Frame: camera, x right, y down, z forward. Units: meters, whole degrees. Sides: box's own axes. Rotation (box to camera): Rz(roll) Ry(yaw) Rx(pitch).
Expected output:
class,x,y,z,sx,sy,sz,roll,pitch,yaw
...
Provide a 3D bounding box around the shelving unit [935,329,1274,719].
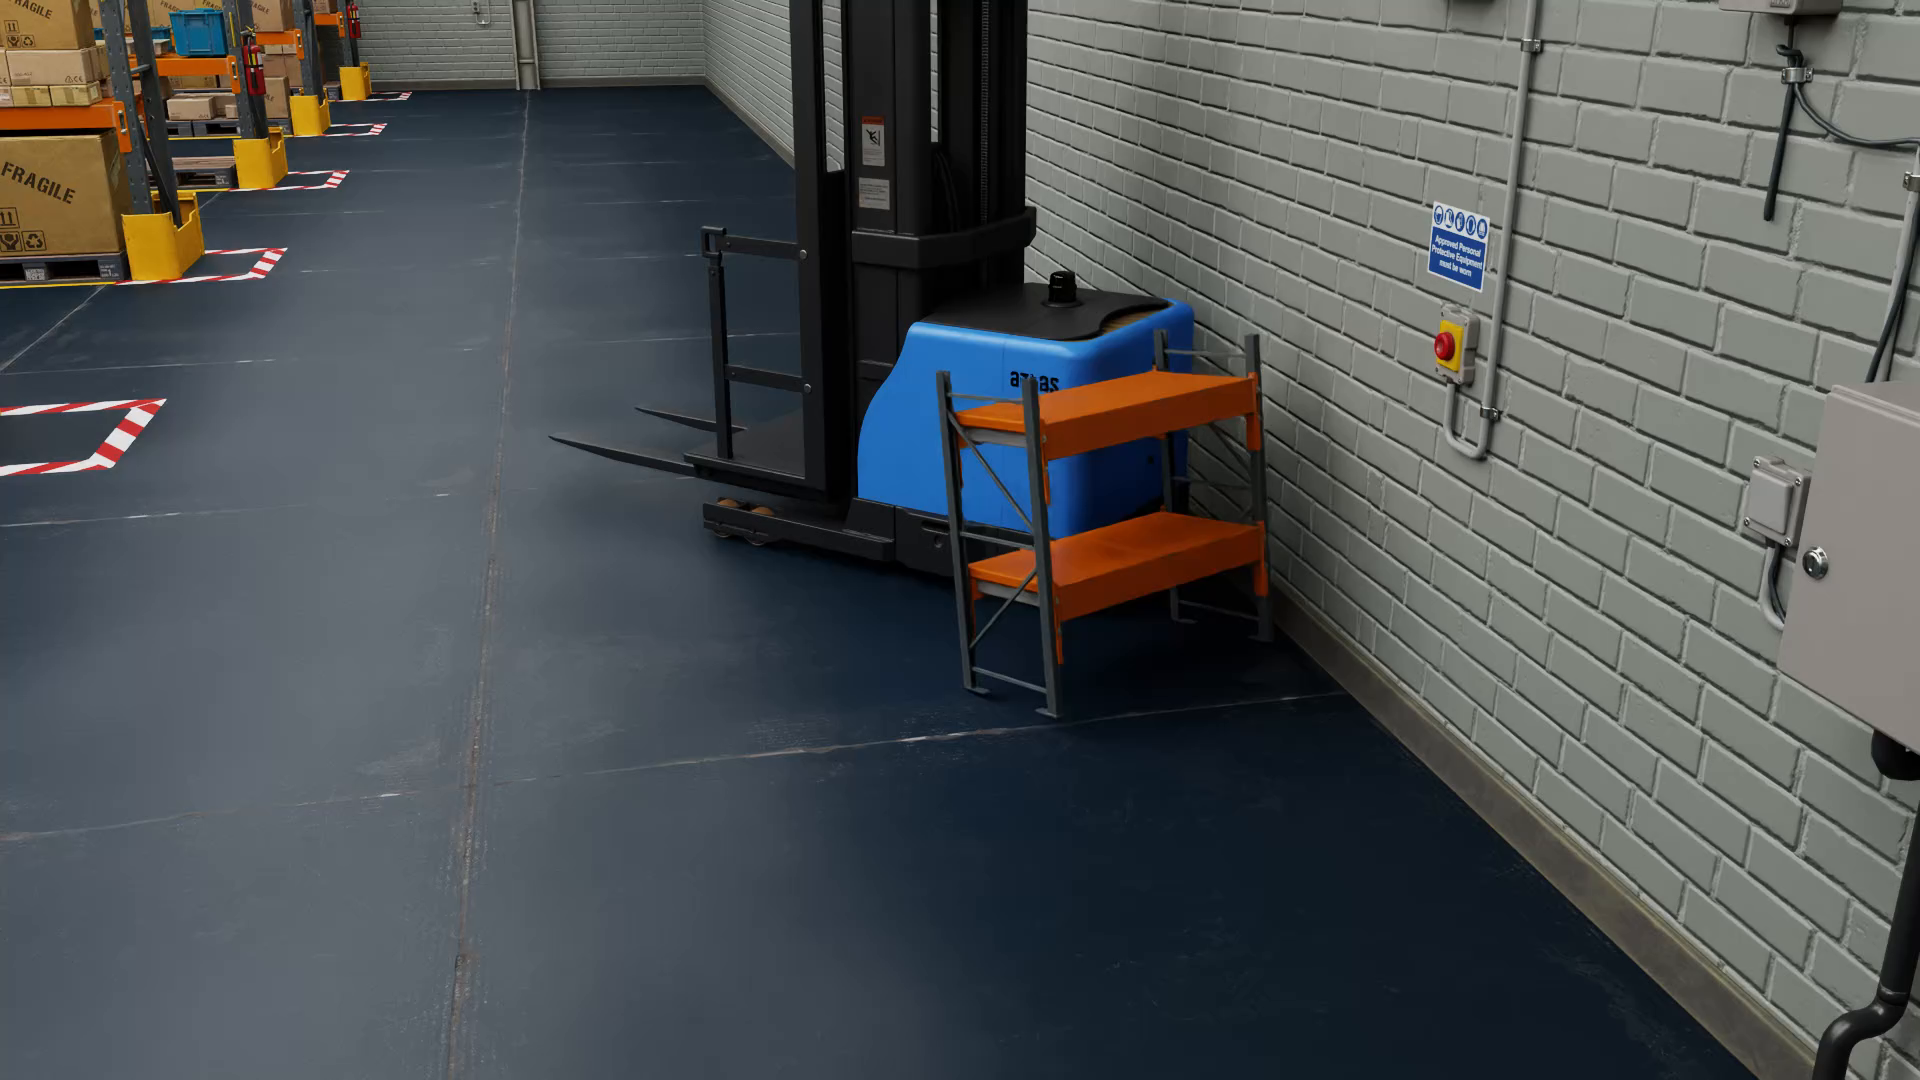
class,x,y,z,sx,sy,sz,roll,pitch,yaw
shelving unit,0.531,-0.099,5.841,1.048,1.125,0.538,-15,16,-35

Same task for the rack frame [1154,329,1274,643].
class,x,y,z,sx,sy,sz,roll,pitch,yaw
rack frame,0.933,-0.206,6.133,0.032,1.125,0.500,-15,16,-35

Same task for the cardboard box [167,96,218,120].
class,x,y,z,sx,sy,sz,roll,pitch,yaw
cardboard box,-10.010,-5.632,21.686,0.500,0.250,0.500,-5,21,-12

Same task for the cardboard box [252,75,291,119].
class,x,y,z,sx,sy,sz,roll,pitch,yaw
cardboard box,-9.078,-5.814,21.821,0.500,0.500,0.500,-5,21,-12

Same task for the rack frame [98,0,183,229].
class,x,y,z,sx,sy,sz,roll,pitch,yaw
rack frame,-6.330,-3.591,12.756,0.127,3.000,1.000,-5,21,-12

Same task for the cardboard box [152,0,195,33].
class,x,y,z,sx,sy,sz,roll,pitch,yaw
cardboard box,-9.970,-6.747,21.228,0.500,0.500,0.500,-4,21,-12

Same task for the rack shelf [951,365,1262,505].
class,x,y,z,sx,sy,sz,roll,pitch,yaw
rack shelf,0.505,-0.383,5.773,1.000,0.278,0.538,-15,16,-35

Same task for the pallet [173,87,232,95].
class,x,y,z,sx,sy,sz,roll,pitch,yaw
pallet,-11.694,-7.071,26.310,1.213,0.211,1.003,-5,21,-12

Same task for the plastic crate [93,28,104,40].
class,x,y,z,sx,sy,sz,roll,pitch,yaw
plastic crate,-9.067,-5.185,17.263,0.300,0.233,0.416,-5,21,-12

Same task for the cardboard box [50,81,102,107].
class,x,y,z,sx,sy,sz,roll,pitch,yaw
cardboard box,-6.601,-3.334,12.421,0.250,0.149,0.380,-4,21,-11

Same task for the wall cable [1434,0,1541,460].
class,x,y,z,sx,sy,sz,roll,pitch,yaw
wall cable,1.433,-1.219,4.760,0.123,1.953,0.585,-5,21,-12

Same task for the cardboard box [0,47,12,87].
class,x,y,z,sx,sy,sz,roll,pitch,yaw
cardboard box,-7.234,-3.493,12.274,0.500,0.250,0.500,-5,21,-13

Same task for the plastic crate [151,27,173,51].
class,x,y,z,sx,sy,sz,roll,pitch,yaw
plastic crate,-8.426,-5.237,17.406,0.300,0.233,0.416,-5,21,-12

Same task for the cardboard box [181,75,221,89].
class,x,y,z,sx,sy,sz,roll,pitch,yaw
cardboard box,-11.901,-7.375,26.111,0.500,0.500,0.700,-4,21,-11

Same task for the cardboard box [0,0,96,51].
class,x,y,z,sx,sy,sz,roll,pitch,yaw
cardboard box,-6.743,-3.886,12.256,0.500,0.500,0.500,-4,21,-12

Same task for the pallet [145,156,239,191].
class,x,y,z,sx,sy,sz,roll,pitch,yaw
pallet,-8.281,-3.887,17.619,1.213,0.211,1.003,-5,21,-12

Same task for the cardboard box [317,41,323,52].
class,x,y,z,sx,sy,sz,roll,pitch,yaw
cardboard box,-10.332,-7.881,26.548,0.250,0.149,0.380,-5,21,-12

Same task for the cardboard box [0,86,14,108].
class,x,y,z,sx,sy,sz,roll,pitch,yaw
cardboard box,-7.099,-3.294,12.310,0.250,0.149,0.380,-5,21,-12

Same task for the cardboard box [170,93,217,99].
class,x,y,z,sx,sy,sz,roll,pitch,yaw
cardboard box,-10.173,-5.795,22.132,0.500,0.250,0.500,-5,21,-12

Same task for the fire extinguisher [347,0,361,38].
class,x,y,z,sx,sy,sz,roll,pitch,yaw
fire extinguisher,-9.496,-8.211,26.023,0.183,0.674,0.296,-5,21,-12

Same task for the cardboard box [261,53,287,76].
class,x,y,z,sx,sy,sz,roll,pitch,yaw
cardboard box,-10.894,-7.460,26.342,0.500,0.500,0.700,-5,21,-13

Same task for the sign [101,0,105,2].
class,x,y,z,sx,sy,sz,roll,pitch,yaw
sign,-6.218,-4.063,12.017,0.005,0.325,0.100,-5,21,-12

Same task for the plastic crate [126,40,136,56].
class,x,y,z,sx,sy,sz,roll,pitch,yaw
plastic crate,-8.507,-5.010,16.926,0.243,0.136,0.396,-5,21,-12

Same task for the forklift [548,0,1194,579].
class,x,y,z,sx,sy,sz,roll,pitch,yaw
forklift,-0.534,-1.492,7.125,3.031,2.935,1.130,12,23,30

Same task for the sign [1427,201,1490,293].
class,x,y,z,sx,sy,sz,roll,pitch,yaw
sign,1.481,-0.876,4.951,0.001,0.218,0.327,-5,21,-12

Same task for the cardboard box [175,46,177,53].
class,x,y,z,sx,sy,sz,roll,pitch,yaw
cardboard box,-12.007,-7.609,25.805,0.250,0.149,0.380,-5,21,-14

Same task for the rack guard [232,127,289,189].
class,x,y,z,sx,sy,sz,roll,pitch,yaw
rack guard,-7.449,-4.081,17.729,0.348,0.500,1.175,-5,21,-12

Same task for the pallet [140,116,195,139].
class,x,y,z,sx,sy,sz,roll,pitch,yaw
pallet,-10.640,-5.433,21.839,1.213,0.211,1.003,-5,21,-12

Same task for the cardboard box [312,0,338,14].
class,x,y,z,sx,sy,sz,roll,pitch,yaw
cardboard box,-10.243,-8.662,26.164,0.700,0.700,0.980,-4,20,-10

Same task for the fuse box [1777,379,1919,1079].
class,x,y,z,sx,sy,sz,roll,pitch,yaw
fuse box,1.774,0.592,3.211,0.414,1.711,0.539,-5,21,-12

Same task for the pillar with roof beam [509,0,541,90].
class,x,y,z,sx,sy,sz,roll,pitch,yaw
pillar with roof beam,-6.330,-10.444,22.743,0.400,9.000,9.100,-5,21,-12

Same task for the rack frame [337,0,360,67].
class,x,y,z,sx,sy,sz,roll,pitch,yaw
rack frame,-9.749,-8.565,26.335,0.127,3.000,1.000,-5,21,-12

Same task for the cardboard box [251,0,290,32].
class,x,y,z,sx,sy,sz,roll,pitch,yaw
cardboard box,-8.979,-6.827,21.446,0.500,0.500,0.500,-4,20,-11

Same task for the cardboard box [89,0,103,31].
class,x,y,z,sx,sy,sz,roll,pitch,yaw
cardboard box,-10.955,-6.667,21.008,0.500,0.500,0.500,-5,21,-13

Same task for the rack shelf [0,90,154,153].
class,x,y,z,sx,sy,sz,roll,pitch,yaw
rack shelf,-8.276,-3.095,12.448,4.000,0.370,1.077,-5,21,-12

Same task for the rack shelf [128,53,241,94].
class,x,y,z,sx,sy,sz,roll,pitch,yaw
rack shelf,-9.416,-4.753,16.973,4.000,0.370,1.077,-5,21,-12

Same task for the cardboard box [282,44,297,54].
class,x,y,z,sx,sy,sz,roll,pitch,yaw
cardboard box,-10.490,-7.733,26.144,0.250,0.149,0.380,-5,21,-13
